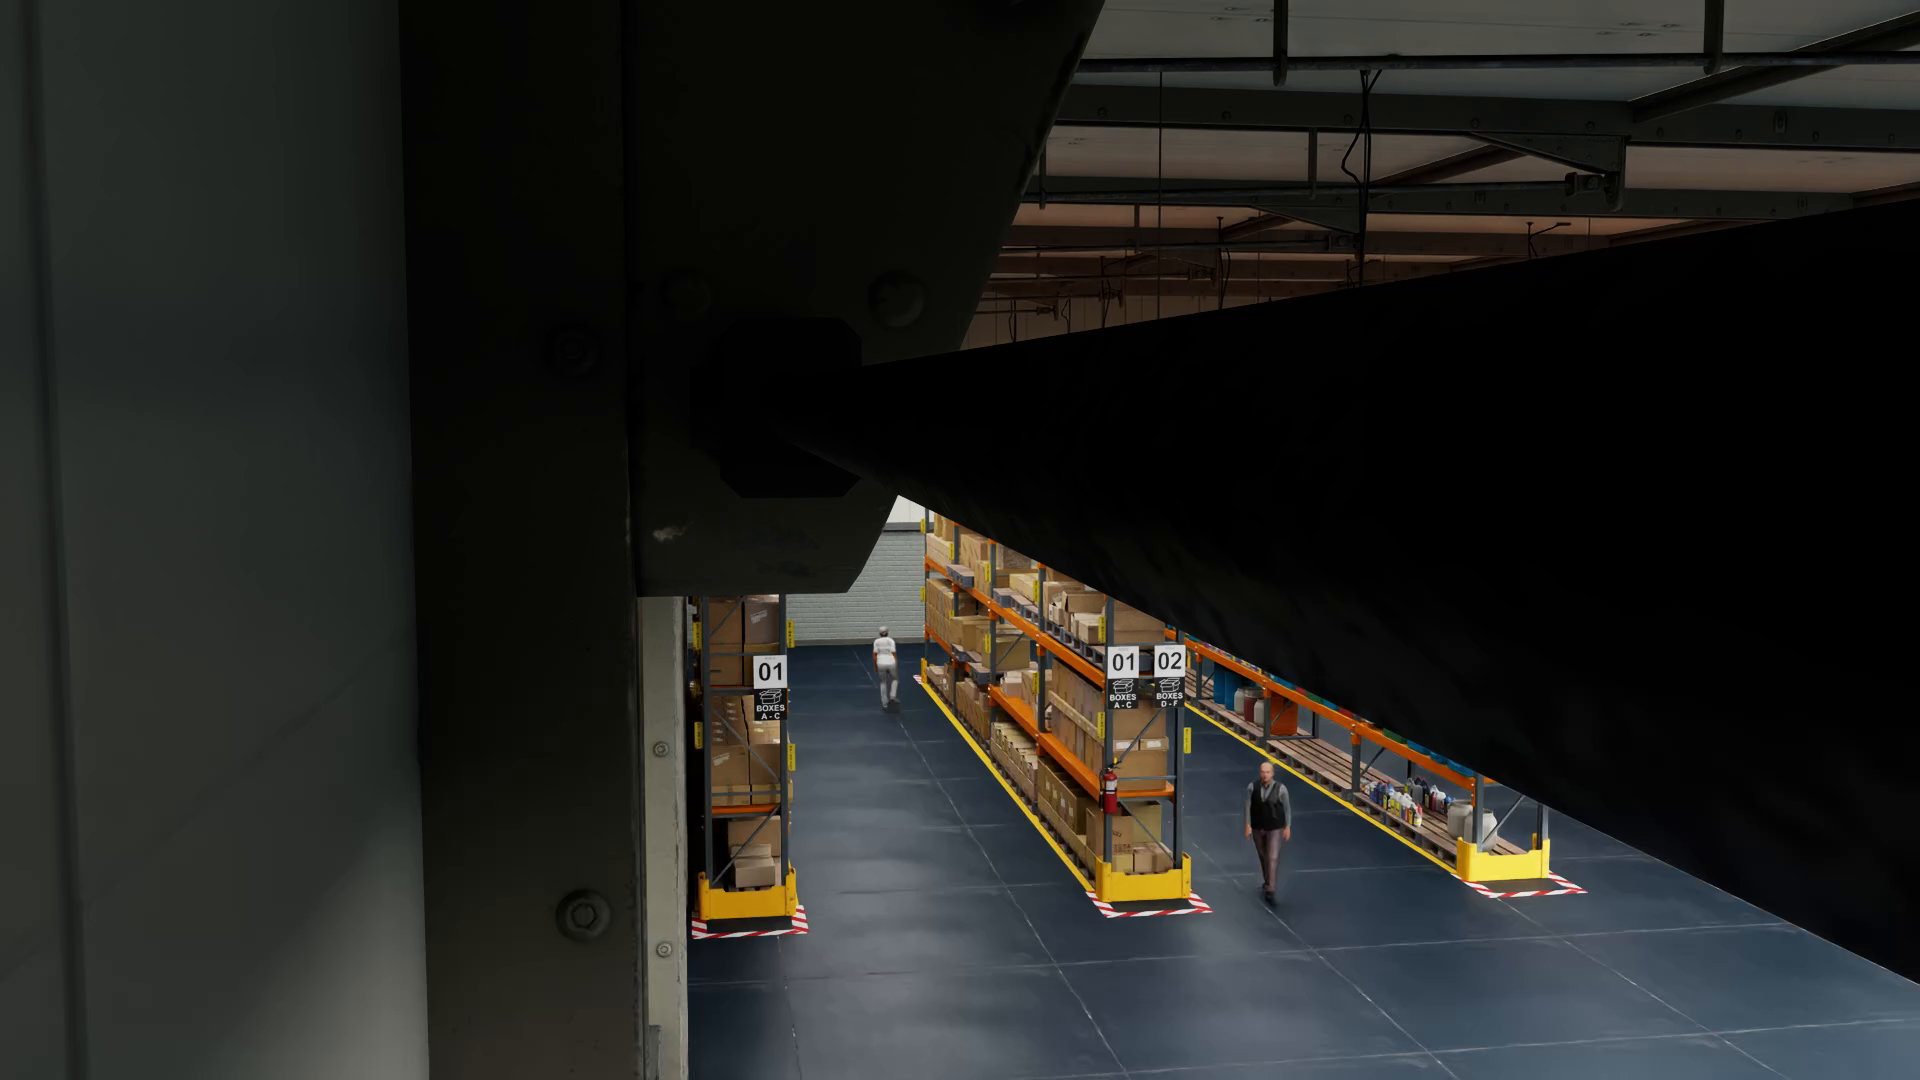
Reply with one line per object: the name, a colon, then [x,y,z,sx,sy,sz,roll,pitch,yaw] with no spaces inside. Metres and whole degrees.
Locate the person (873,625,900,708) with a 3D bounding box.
person: [-1.480,2.548,33.581,0.545,1.653,0.488,0,5,-1]

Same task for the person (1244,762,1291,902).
person: [3.823,3.630,20.862,0.563,1.673,0.979,3,6,29]
